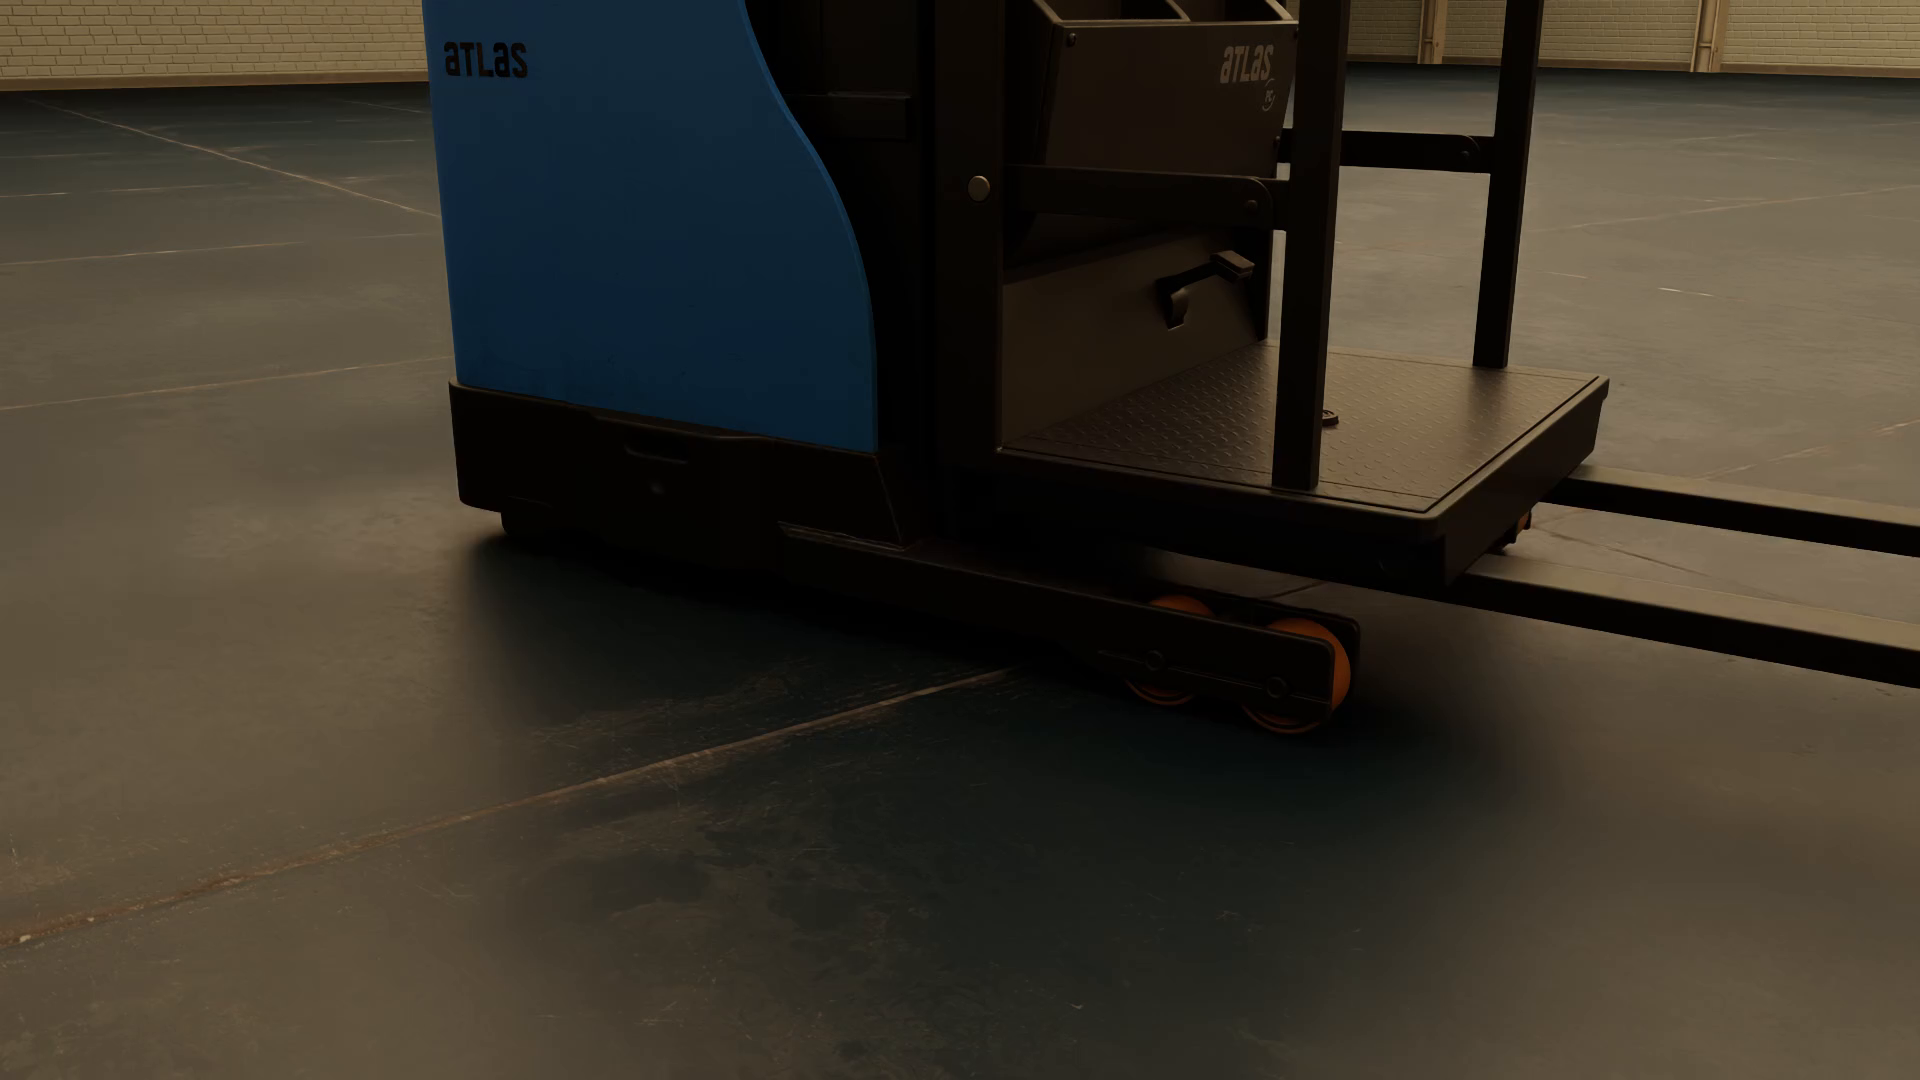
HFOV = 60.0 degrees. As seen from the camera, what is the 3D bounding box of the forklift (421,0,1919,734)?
[{"bbox_3d":[0.514,-1.298,2.549,3.031,2.935,1.130,11,21,31],"label":"forklift"}]
